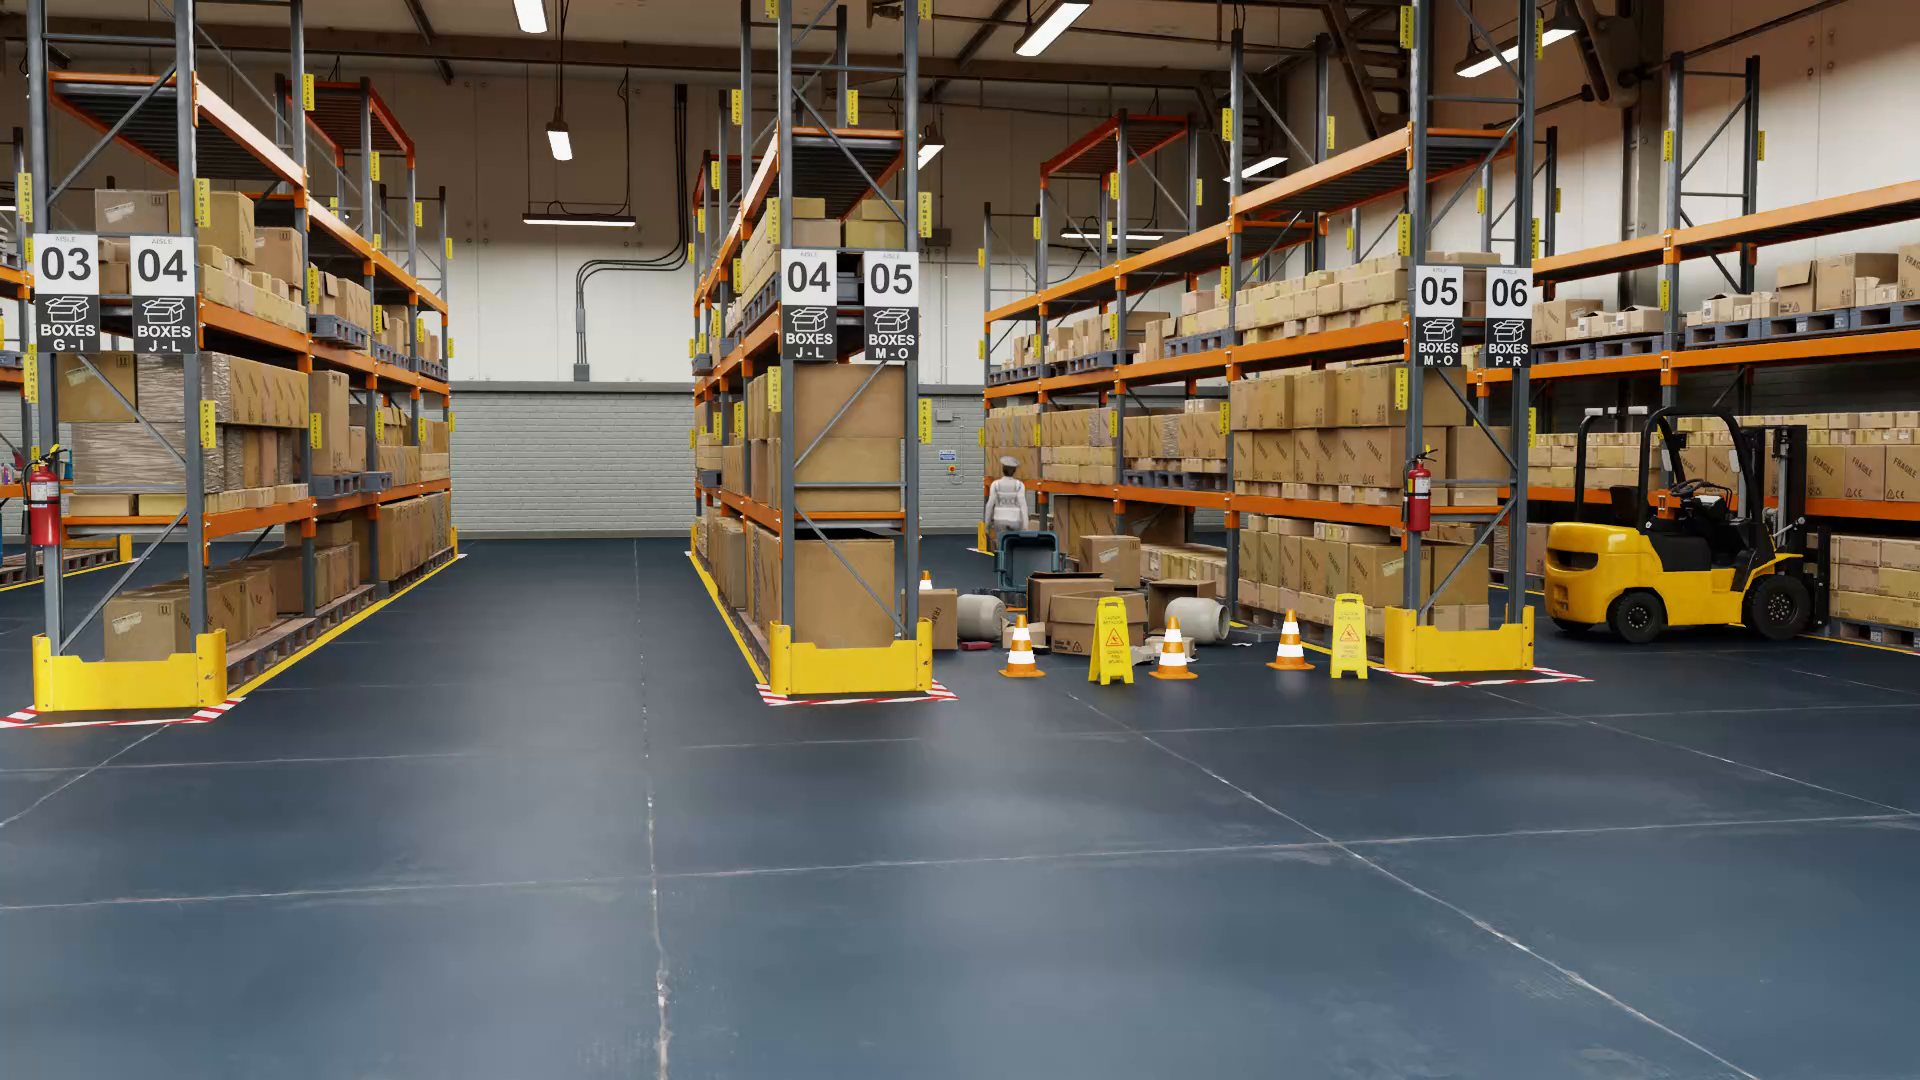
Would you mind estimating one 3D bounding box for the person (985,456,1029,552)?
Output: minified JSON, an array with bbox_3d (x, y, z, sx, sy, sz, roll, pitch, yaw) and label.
[{"bbox_3d":[0.569,-0.223,20.682,0.521,1.634,0.973,0,3,-4],"label":"person"}]
